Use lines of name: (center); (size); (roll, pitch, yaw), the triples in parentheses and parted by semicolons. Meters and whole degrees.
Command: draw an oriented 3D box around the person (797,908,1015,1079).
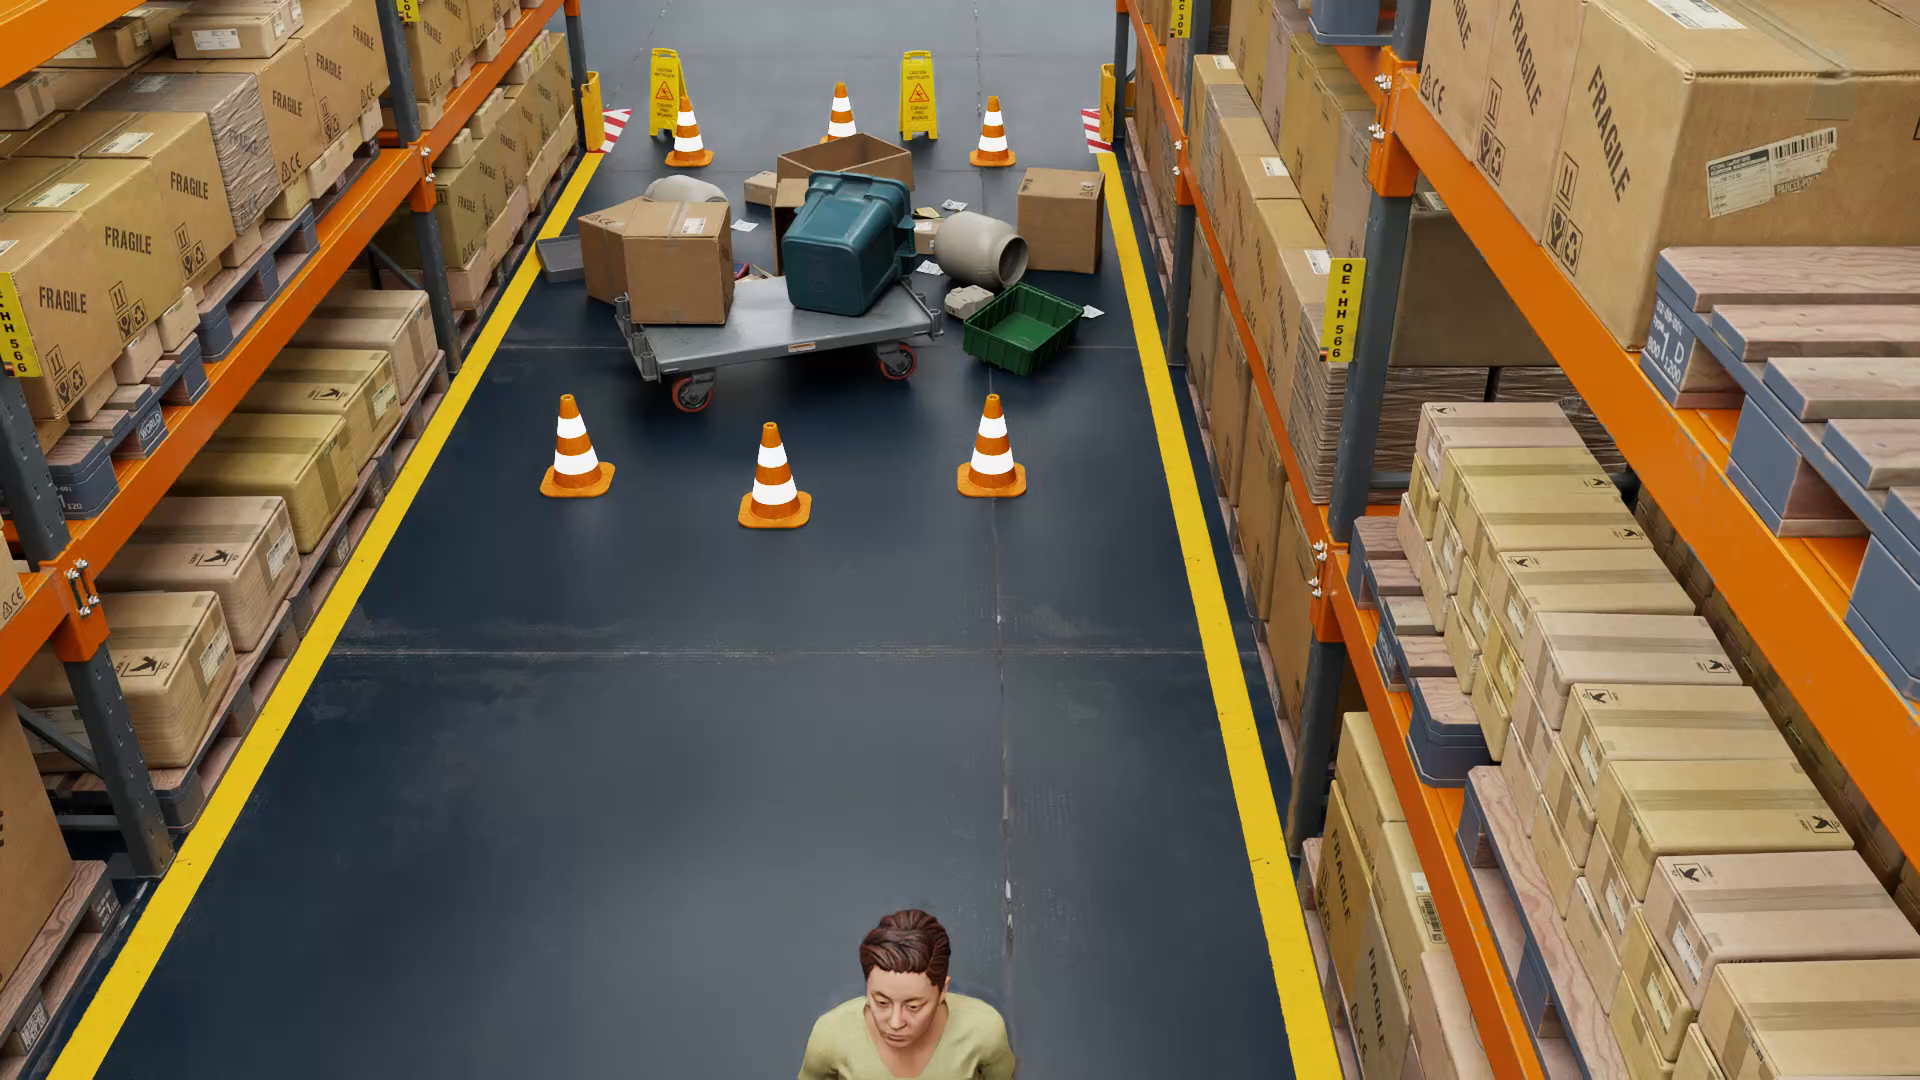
person: (-0.107, 1.594, 3.795); (0.506, 1.447, 0.587); (2, 32, 3)
